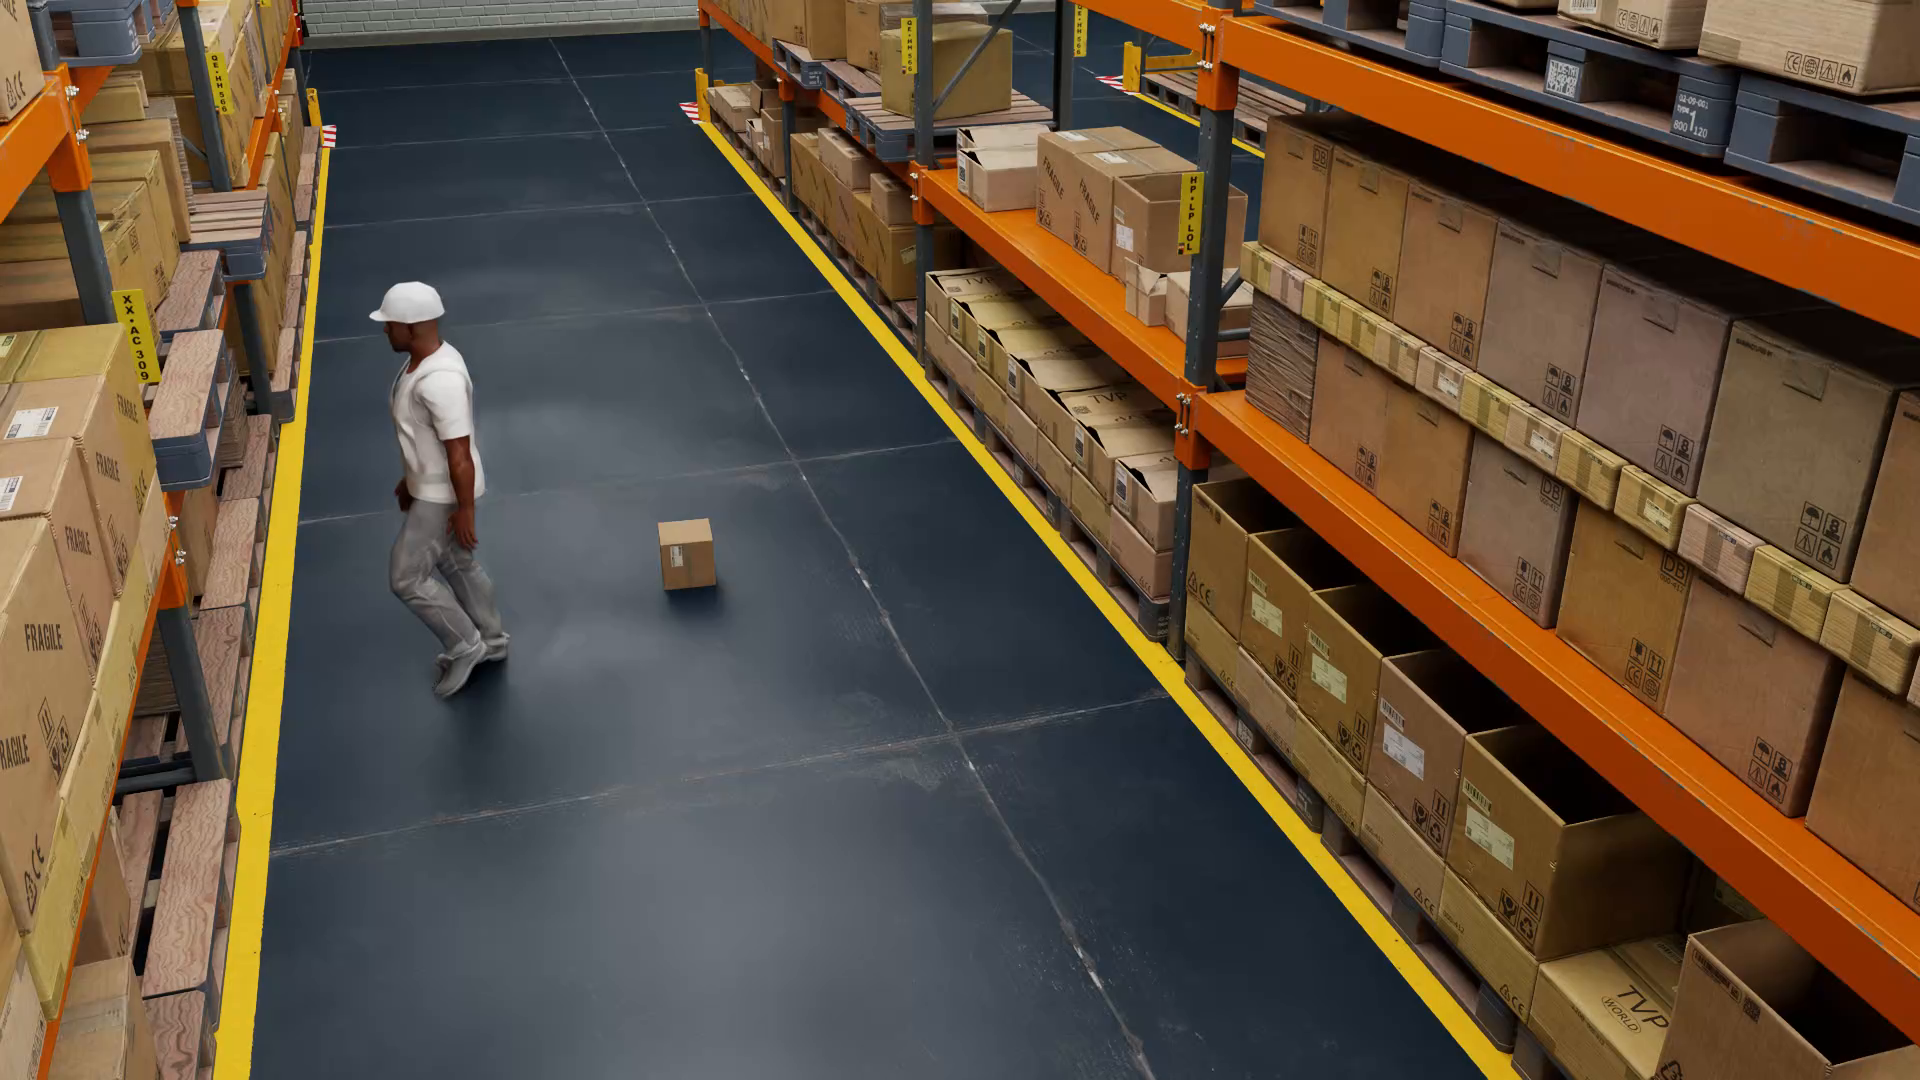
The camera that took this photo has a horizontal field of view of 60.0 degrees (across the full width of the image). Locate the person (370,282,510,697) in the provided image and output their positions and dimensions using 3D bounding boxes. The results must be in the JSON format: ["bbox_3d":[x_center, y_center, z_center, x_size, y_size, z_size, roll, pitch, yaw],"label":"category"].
[{"bbox_3d":[-2.208,-0.193,6.982,0.457,1.805,0.635,-8,27,-17],"label":"person"}]
